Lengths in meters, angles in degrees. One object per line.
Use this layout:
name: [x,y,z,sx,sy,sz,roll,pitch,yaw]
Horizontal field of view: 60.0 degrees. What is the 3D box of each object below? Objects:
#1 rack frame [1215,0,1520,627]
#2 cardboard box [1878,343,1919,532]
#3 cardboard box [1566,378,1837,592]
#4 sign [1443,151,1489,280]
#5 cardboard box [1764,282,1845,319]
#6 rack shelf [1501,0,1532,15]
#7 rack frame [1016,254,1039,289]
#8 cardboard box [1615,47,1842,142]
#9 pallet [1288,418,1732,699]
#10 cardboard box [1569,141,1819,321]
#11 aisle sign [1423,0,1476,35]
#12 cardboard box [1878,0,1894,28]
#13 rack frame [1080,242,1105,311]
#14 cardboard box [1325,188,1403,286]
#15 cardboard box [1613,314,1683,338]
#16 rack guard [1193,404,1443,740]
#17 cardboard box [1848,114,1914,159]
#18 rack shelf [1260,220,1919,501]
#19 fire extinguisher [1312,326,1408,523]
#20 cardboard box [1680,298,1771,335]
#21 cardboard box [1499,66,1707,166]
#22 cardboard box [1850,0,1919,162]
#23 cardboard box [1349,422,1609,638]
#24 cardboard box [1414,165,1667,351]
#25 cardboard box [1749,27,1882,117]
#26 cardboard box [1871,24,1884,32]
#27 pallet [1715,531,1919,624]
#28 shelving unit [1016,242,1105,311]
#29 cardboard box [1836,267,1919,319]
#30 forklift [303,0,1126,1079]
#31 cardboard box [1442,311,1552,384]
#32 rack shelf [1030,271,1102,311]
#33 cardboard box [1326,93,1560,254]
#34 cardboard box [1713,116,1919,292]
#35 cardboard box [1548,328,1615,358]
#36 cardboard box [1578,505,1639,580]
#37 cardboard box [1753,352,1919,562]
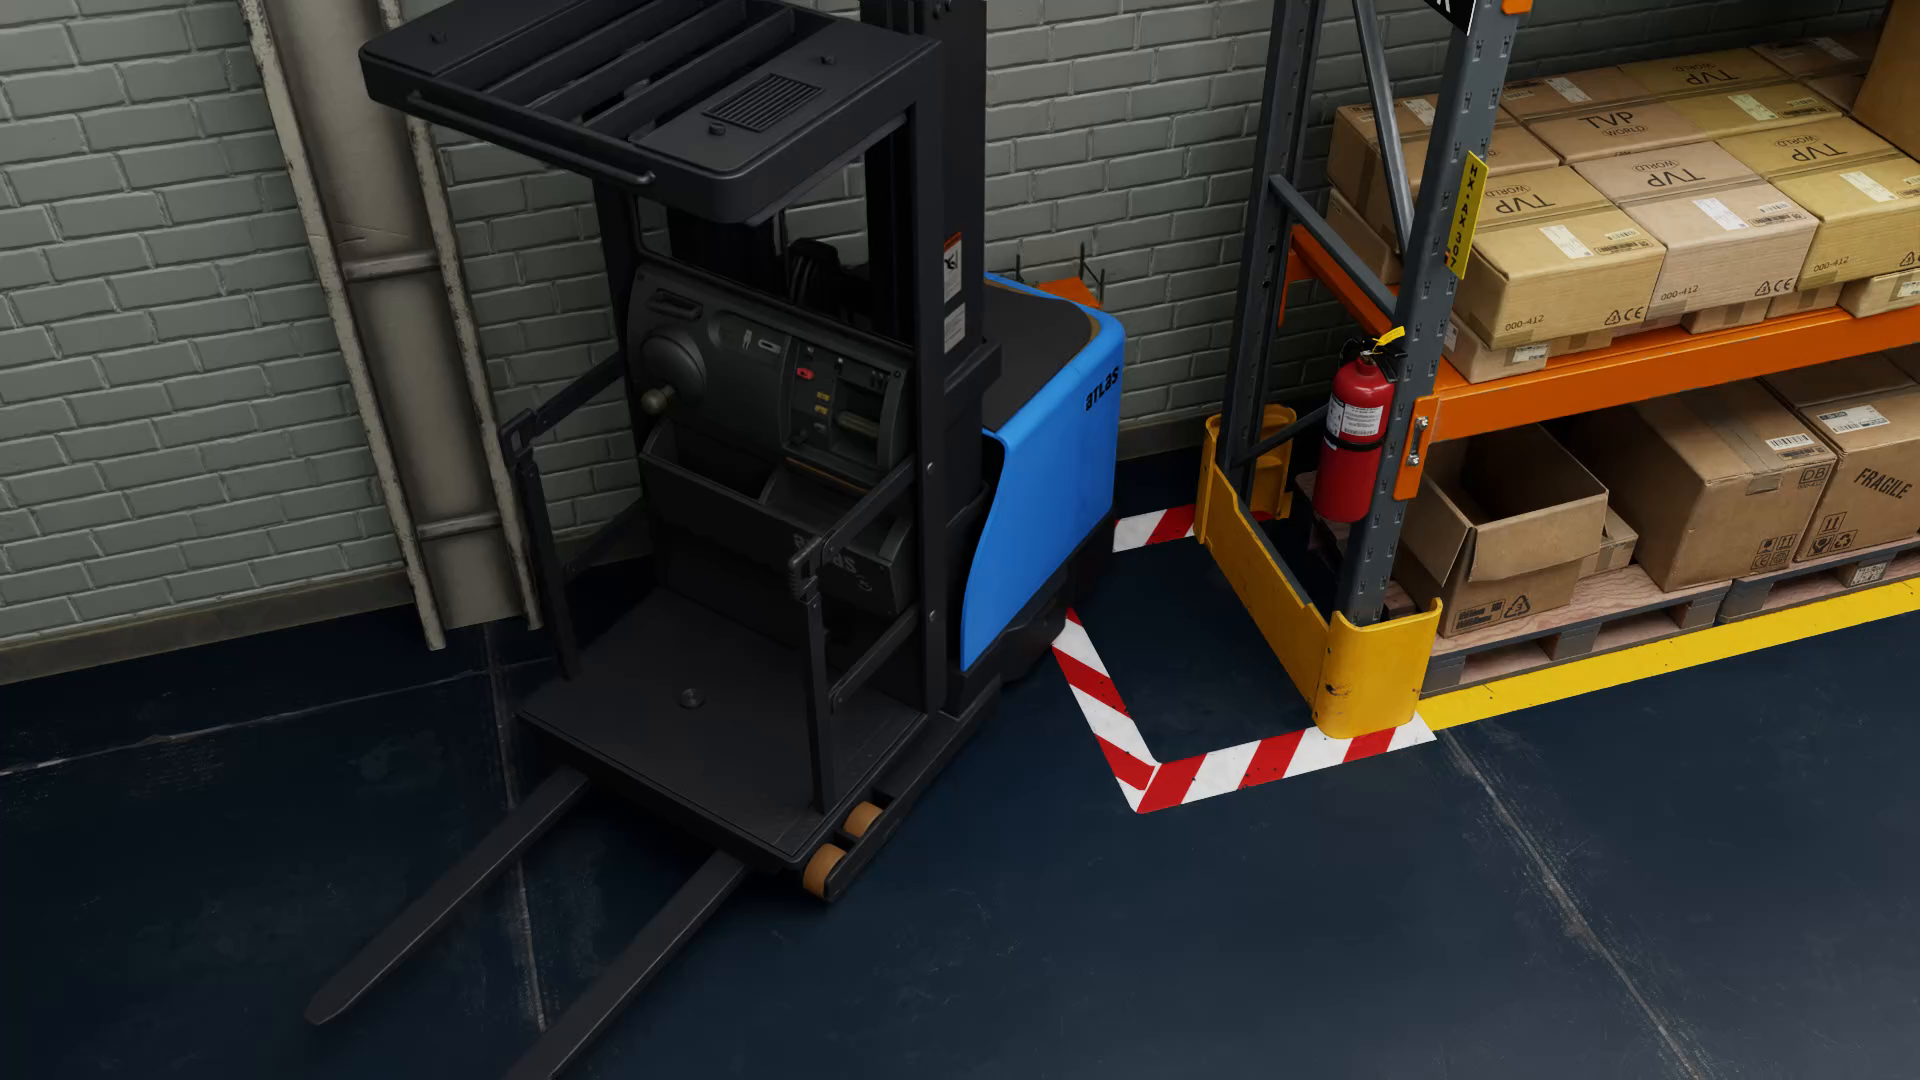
rack frame: [1.131,-0.845,4.937,0.127,3.000,1.000,-12,42,-13]
cardboard box: [3.560,-0.473,6.092,0.500,0.500,0.700,-13,43,-15]
cardboard box: [2.570,-0.268,5.857,0.500,0.500,0.700,-10,42,-11]
sign: [1.294,-0.830,4.263,0.005,0.325,0.100,-12,42,-13]
cardboard box: [2.507,-0.864,5.150,0.250,0.149,0.380,-11,42,-12]
rack shelf: [3.039,-2.099,4.639,4.000,0.370,1.077,-12,42,-13]
rack frame: [0.233,-0.540,6.070,0.008,1.050,0.200,-13,43,-14]
cardboard box: [2.456,-1.354,5.408,0.500,0.250,0.500,-10,42,-12]
pallet: [1.964,0.032,6.053,1.213,0.211,1.003,-12,42,-13]
cardboard box: [2.126,-0.921,4.912,0.500,0.250,0.500,-11,42,-13]
aisle sign: [1.154,-1.626,3.855,0.004,0.787,0.394,-12,42,-13]
cardboard box: [3.446,-1.846,5.401,0.500,0.500,0.500,-13,43,-14]
rack frame: [0.463,-0.593,6.131,0.008,1.050,0.200,-13,43,-14]
cardboard box: [1.367,-0.984,5.288,0.250,0.149,0.380,-12,43,-14]
cardboard box: [1.996,-0.796,5.072,0.250,0.149,0.380,-12,43,-14]
rack guard: [1.204,0.082,5.777,0.348,0.500,1.175,-12,42,-13]
cardboard box: [3.090,-1.137,5.160,0.500,0.250,0.500,-13,43,-14]
rack shelf: [3.039,-0.969,5.626,4.000,0.370,1.077,-12,42,-13]
fire extinguisher: [1.130,-0.356,4.720,0.183,0.674,0.296,-12,42,-13]
cardboard box: [2.256,-0.808,5.085,0.250,0.149,0.380,-10,42,-12]
cardboard box: [1.982,-1.259,5.299,0.500,0.250,0.500,-12,42,-13]
cardboard box: [3.075,-1.400,4.891,0.500,0.500,0.500,-11,42,-12]
cardboard box: [1.743,-0.124,5.691,0.637,0.503,0.797,-13,43,-15]
cardboard box: [1.645,-0.821,4.798,0.500,0.250,0.500,-11,42,-13]
cardboard box: [2.955,-1.457,5.526,0.500,0.250,0.500,-12,43,-13]
cardboard box: [3.424,-1.558,5.642,0.500,0.250,0.500,-11,42,-12]
pallet: [3.125,-0.206,6.326,1.213,0.211,1.003,-12,42,-13]
shelving unit: [0.348,-0.566,6.100,0.252,1.050,0.215,-13,43,-14]
cardboard box: [2.771,-0.866,5.153,0.250,0.149,0.380,-13,43,-14]
forklift: [-0.661,-0.380,4.457,1.130,2.935,3.031,23,46,24]
cardboard box: [1.527,-0.643,4.897,0.250,0.149,0.380,-12,43,-13]
rack shelf: [0.348,-0.772,5.921,0.240,0.259,0.215,-13,43,-14]
cardboard box: [1.490,-1.158,5.183,0.500,0.250,0.500,-11,42,-12]
cardboard box: [2.608,-1.023,5.029,0.500,0.250,0.500,-12,43,-14]
cardboard box: [1.756,-0.722,4.988,0.250,0.149,0.380,-11,42,-12]
cardboard box: [2.160,-0.050,5.875,0.250,0.149,0.380,-13,43,-15]
cardboard box: [3.104,-0.309,5.905,0.500,0.500,0.500,-11,42,-12]
